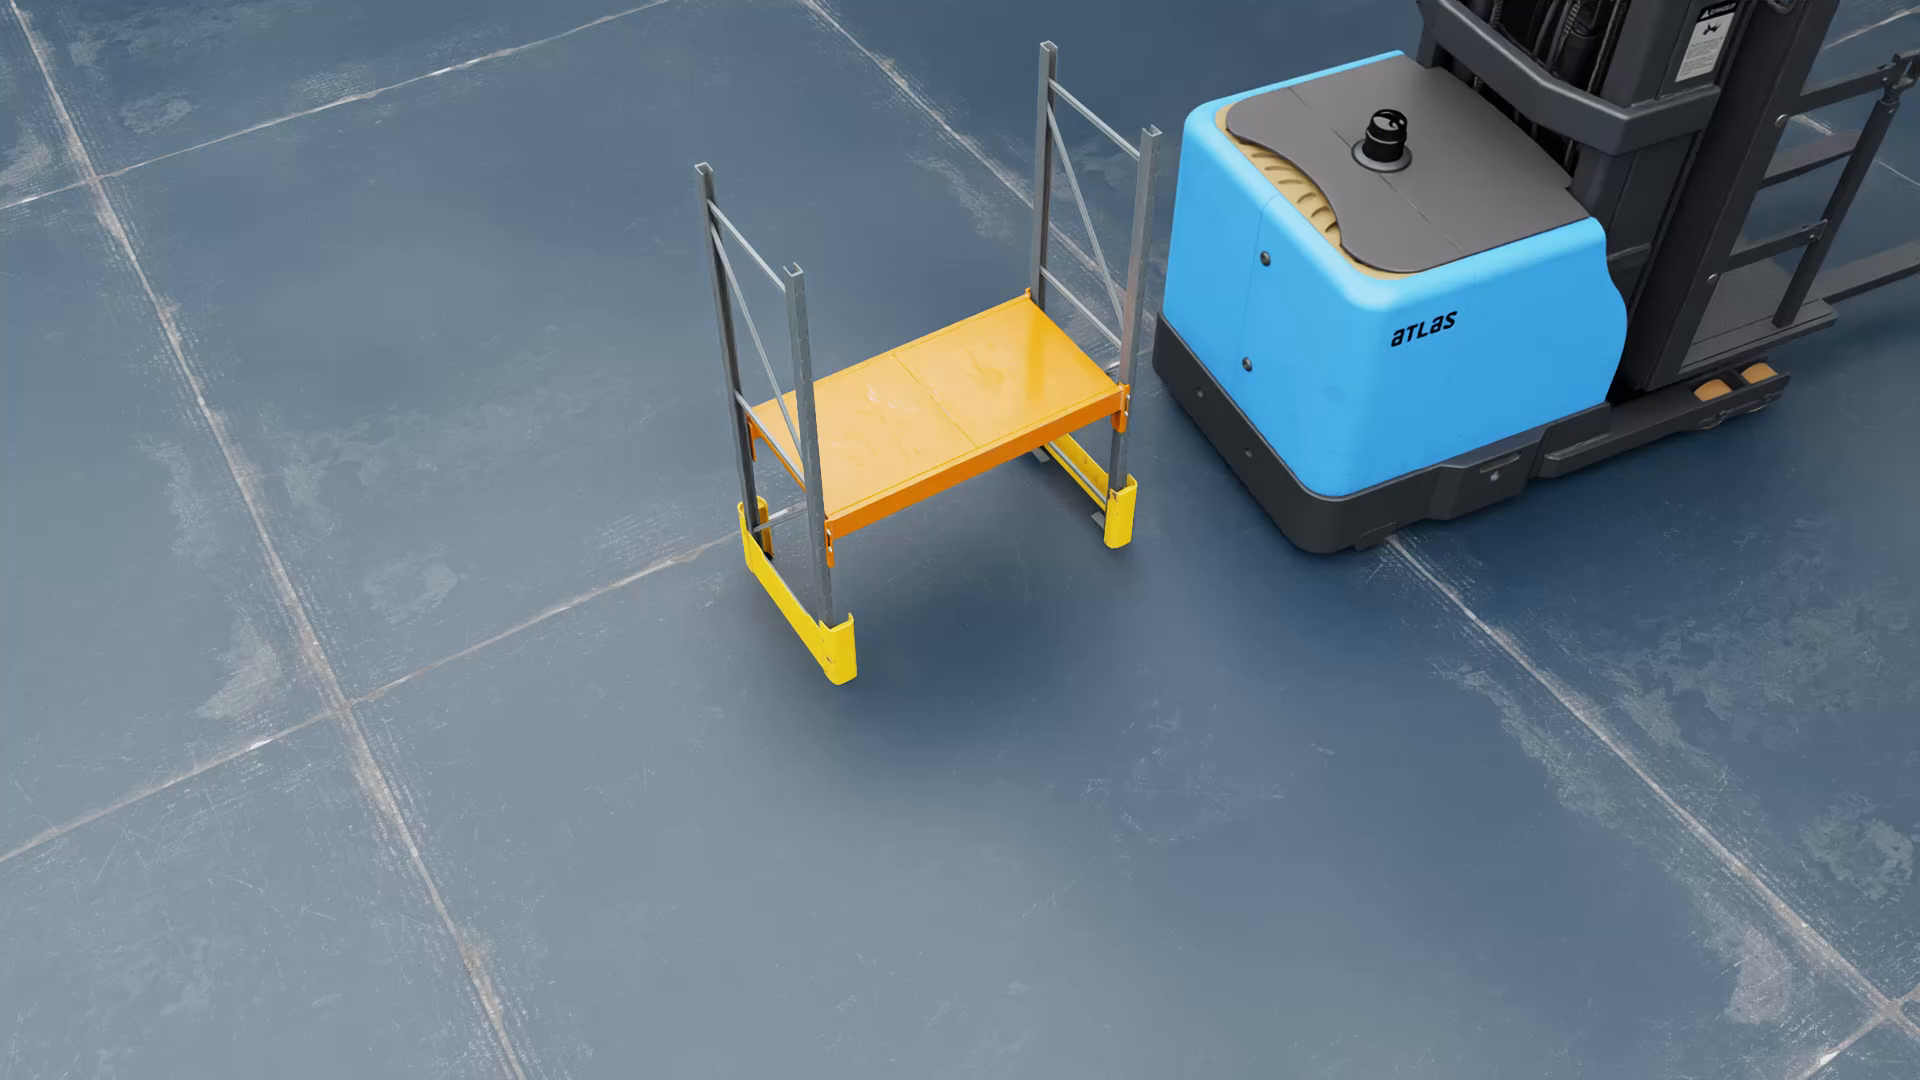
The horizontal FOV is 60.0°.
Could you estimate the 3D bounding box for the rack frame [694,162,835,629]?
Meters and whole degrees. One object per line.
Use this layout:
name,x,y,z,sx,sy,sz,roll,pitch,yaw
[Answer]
rack frame,-0.502,-0.262,4.479,0.032,1.500,0.500,-25,53,-21

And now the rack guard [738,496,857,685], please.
rack guard,-0.486,0.146,4.953,0.087,0.250,0.587,-25,53,-21

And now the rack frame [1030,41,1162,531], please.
rack frame,0.358,-0.667,4.840,0.032,1.500,0.500,-25,53,-21

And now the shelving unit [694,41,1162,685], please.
shelving unit,-0.064,-0.468,4.663,1.083,1.500,0.587,-25,53,-21

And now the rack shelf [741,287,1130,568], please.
rack shelf,-0.072,-0.345,4.794,1.000,0.185,0.538,-25,53,-21

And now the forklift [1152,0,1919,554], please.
forklift,2.217,-1.688,4.791,3.031,2.935,1.130,-19,51,-16

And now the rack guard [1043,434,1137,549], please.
rack guard,0.357,-0.251,5.306,0.087,0.250,0.587,-25,53,-21
